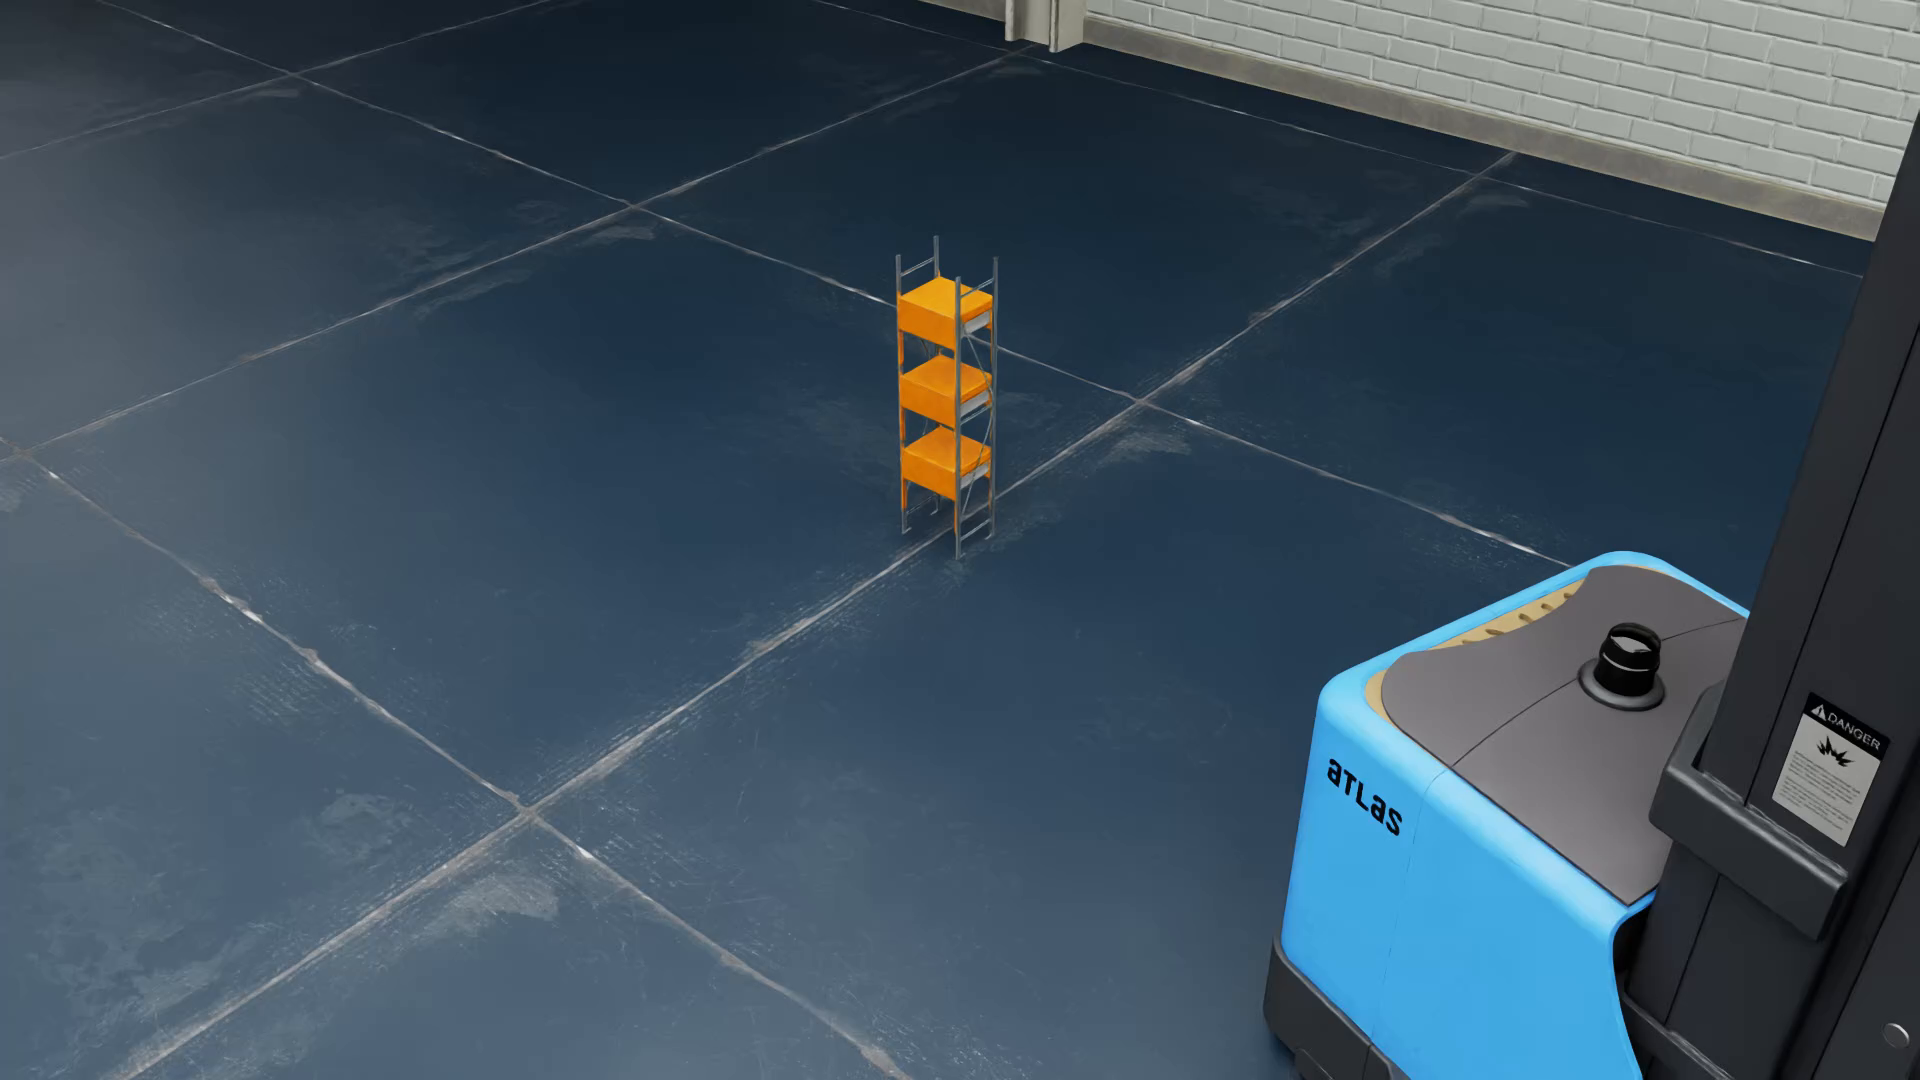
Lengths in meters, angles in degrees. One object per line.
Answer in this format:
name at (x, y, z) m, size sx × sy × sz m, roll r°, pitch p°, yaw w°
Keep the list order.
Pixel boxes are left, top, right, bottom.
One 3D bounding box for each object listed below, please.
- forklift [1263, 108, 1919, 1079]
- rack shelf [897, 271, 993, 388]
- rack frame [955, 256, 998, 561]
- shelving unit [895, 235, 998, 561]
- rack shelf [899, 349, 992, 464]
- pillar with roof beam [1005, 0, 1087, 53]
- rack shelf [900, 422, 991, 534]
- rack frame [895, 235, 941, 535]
forklift at (1.936, 0.530, 2.389) m, size 1.130 × 2.935 × 3.031 m, roll -20°, pitch 39°, yaw -26°
rack shelf at (-0.041, -0.677, 5.326) m, size 0.240 × 0.259 × 0.215 m, roll 25°, pitch 42°, yaw 32°
rack frame at (0.053, -0.408, 5.417) m, size 0.008 × 1.050 × 0.200 m, roll 25°, pitch 42°, yaw 32°
shelving unit at (-0.041, -0.452, 5.481) m, size 0.252 × 1.050 × 0.215 m, roll 25°, pitch 42°, yaw 32°
rack shelf at (-0.041, -0.443, 5.487) m, size 0.240 × 0.259 × 0.215 m, roll 25°, pitch 42°, yaw 32°
pillar with roof beam at (-2.231, -4.912, 4.953) m, size 0.400 × 9.000 × 9.100 m, roll 25°, pitch 42°, yaw 32°
rack shelf at (-0.041, -0.214, 5.644) m, size 0.240 × 0.259 × 0.215 m, roll 25°, pitch 42°, yaw 32°
rack frame at (-0.135, -0.496, 5.545) m, size 0.008 × 1.050 × 0.200 m, roll 25°, pitch 42°, yaw 32°
